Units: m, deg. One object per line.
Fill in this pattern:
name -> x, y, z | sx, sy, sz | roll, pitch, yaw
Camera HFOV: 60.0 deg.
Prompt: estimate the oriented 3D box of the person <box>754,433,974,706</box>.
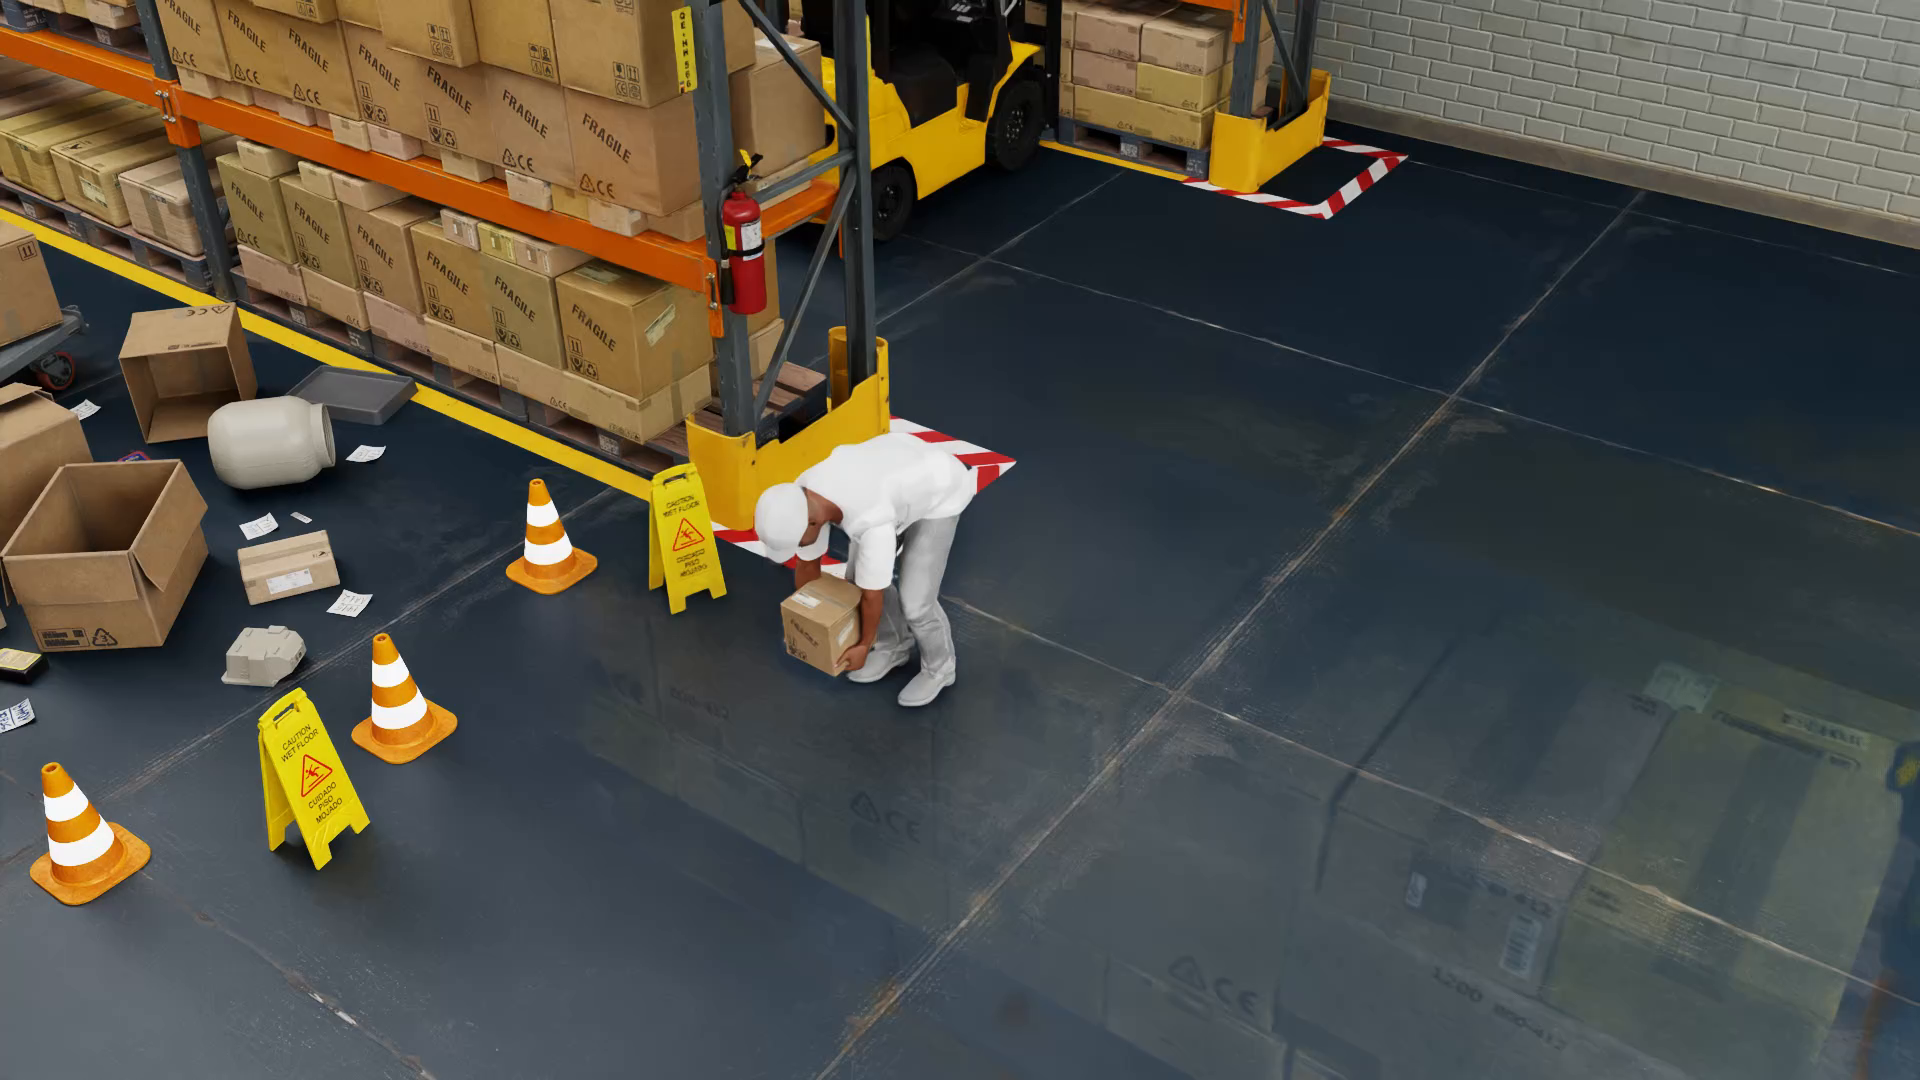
person -> -0.370, 0.161, 6.392 | 0.476, 1.192, 0.967 | 29, 44, 35
